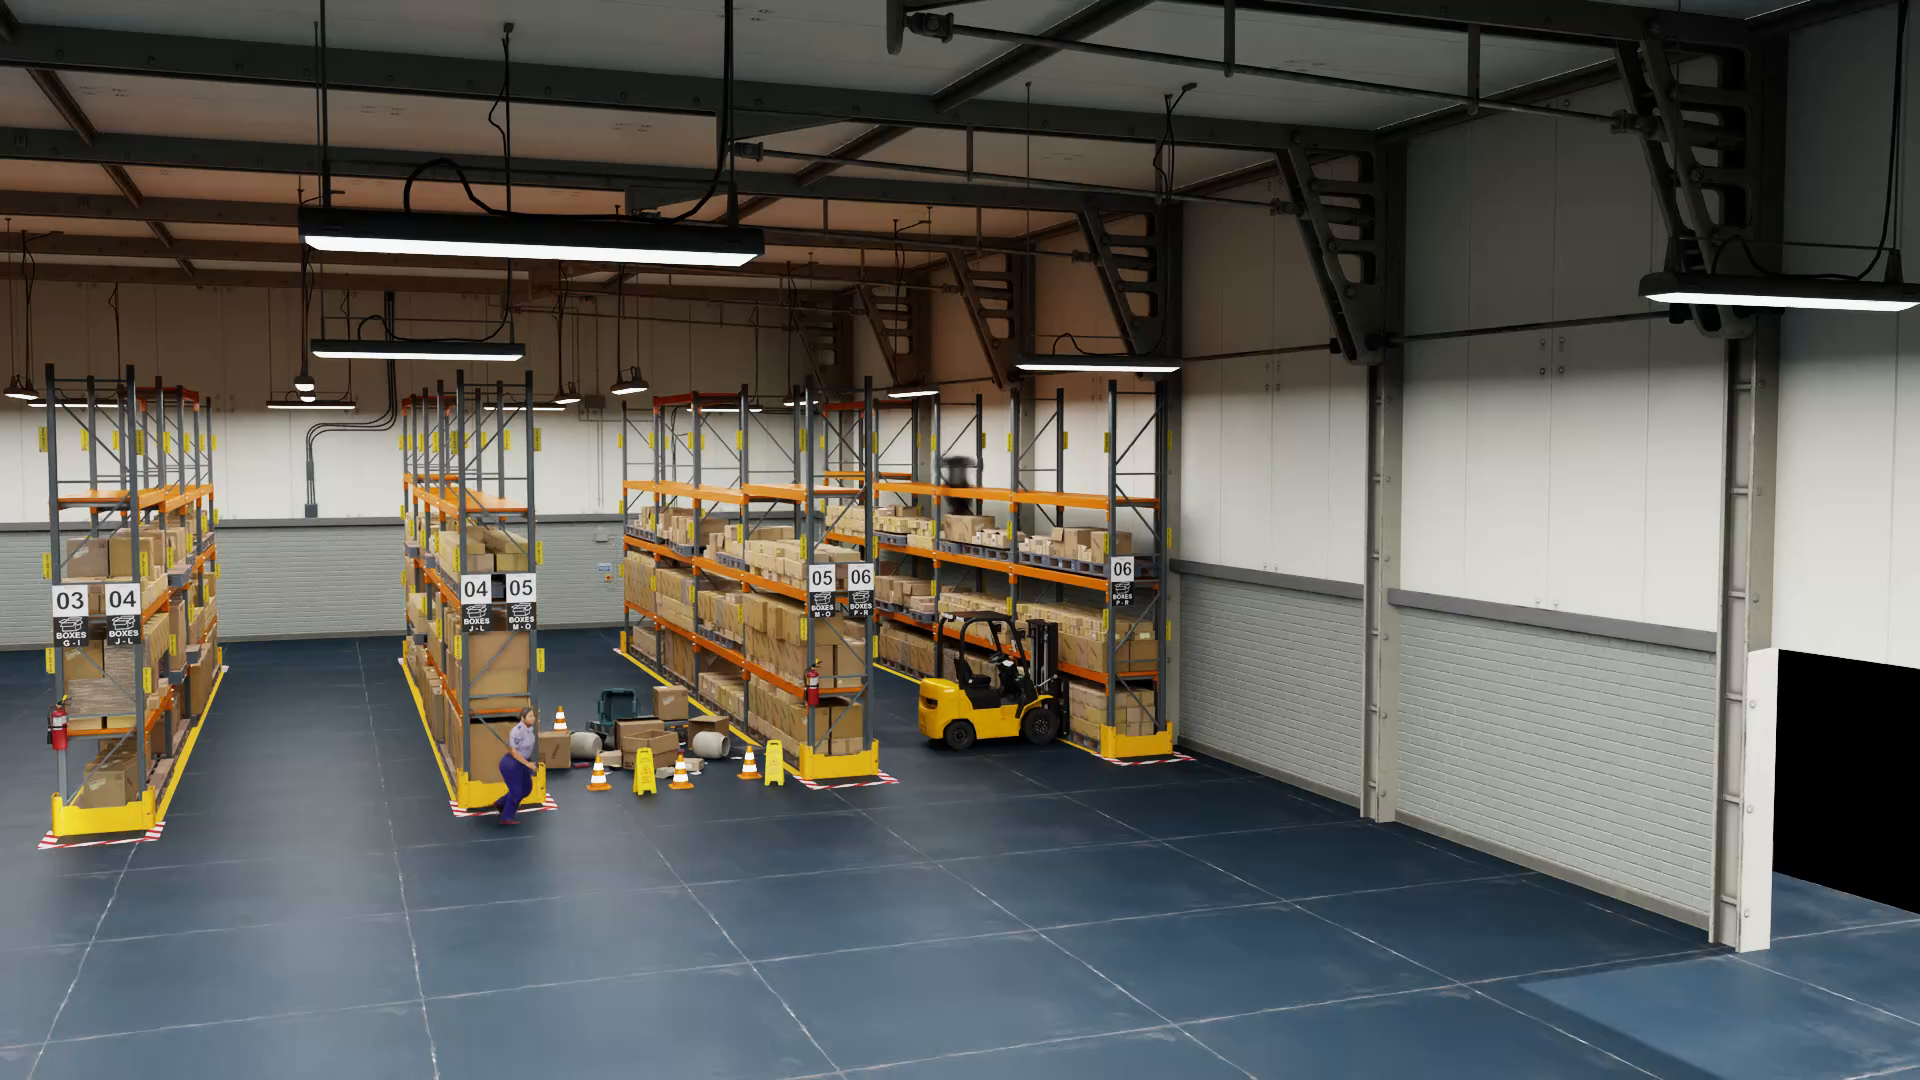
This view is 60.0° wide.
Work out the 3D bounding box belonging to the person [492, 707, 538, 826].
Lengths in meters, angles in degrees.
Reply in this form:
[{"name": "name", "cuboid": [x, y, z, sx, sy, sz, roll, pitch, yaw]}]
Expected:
[{"name": "person", "cuboid": [-5.824, 2.957, 21.736, 0.723, 1.551, 0.587, 1, 3, 9]}]
